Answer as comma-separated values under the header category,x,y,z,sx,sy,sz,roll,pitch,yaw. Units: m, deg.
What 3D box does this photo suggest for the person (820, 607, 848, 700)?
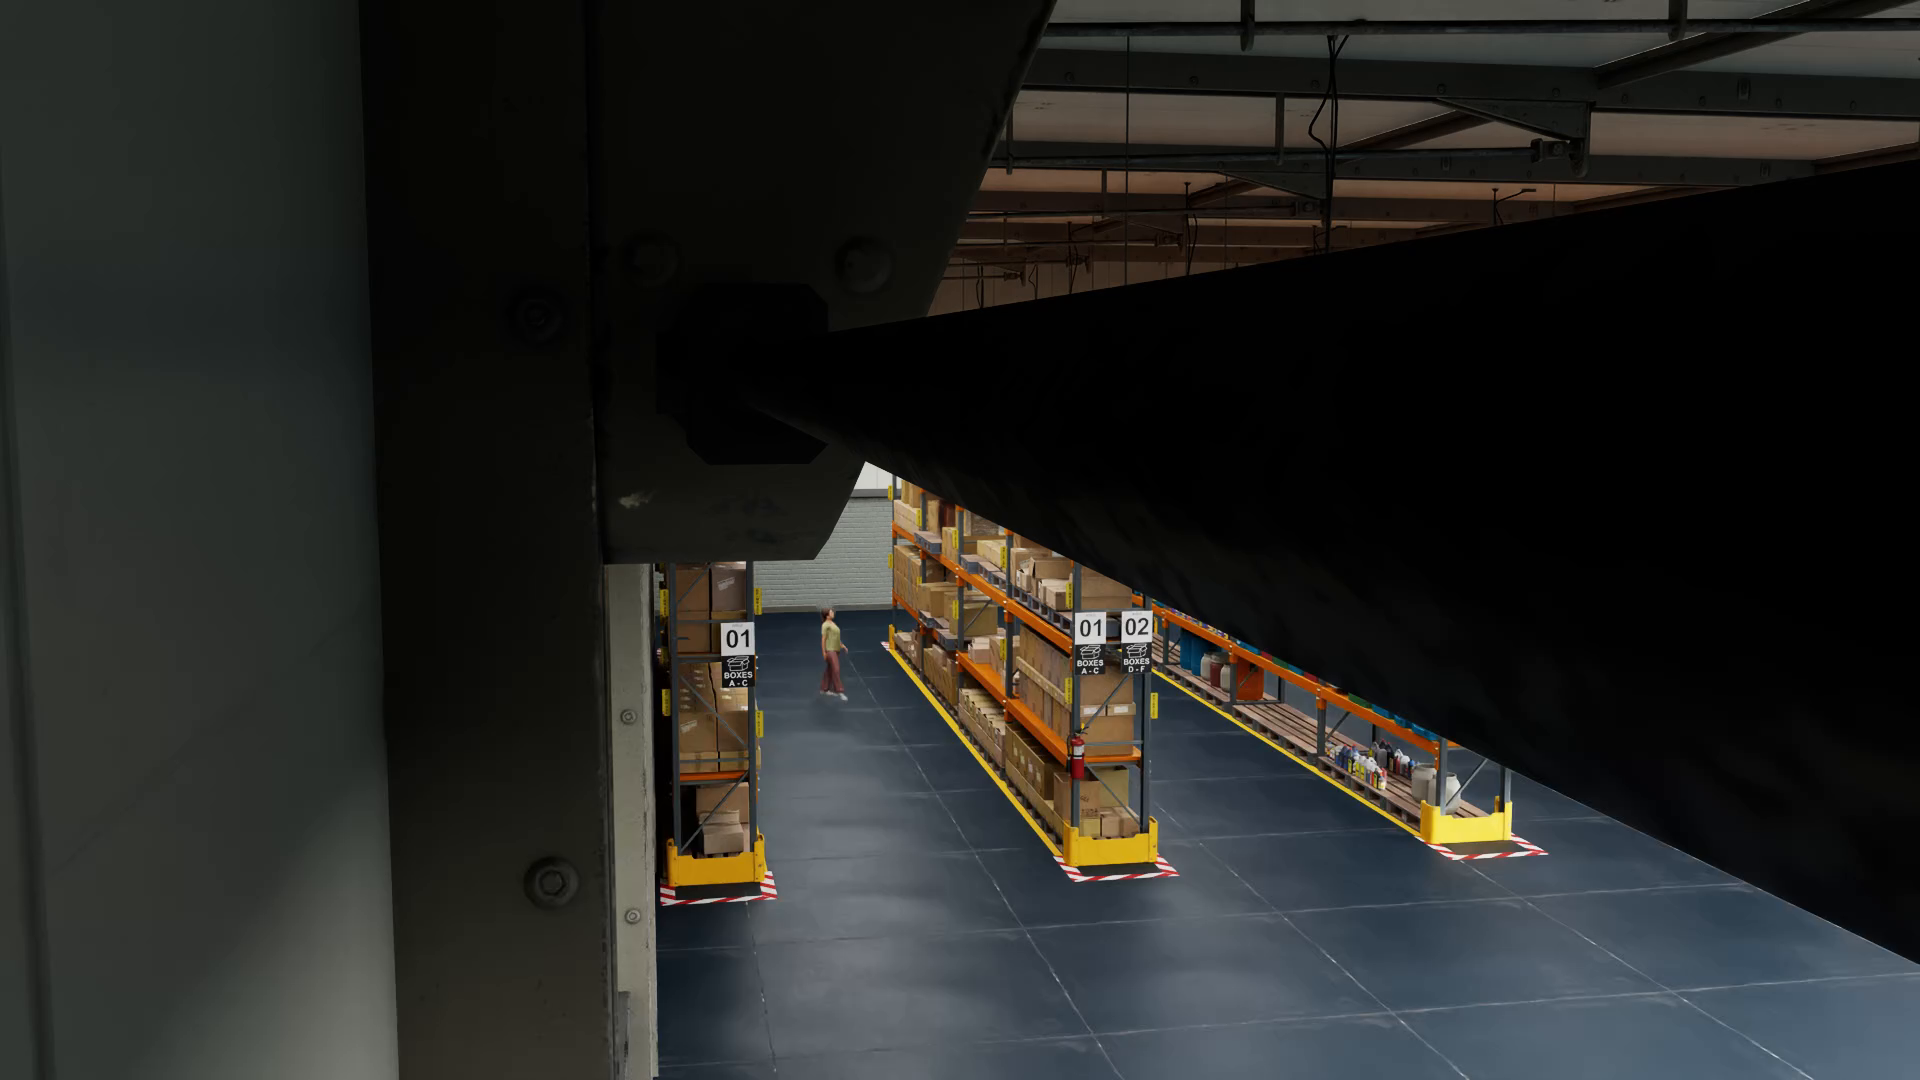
category,x,y,z,sx,sy,sz,roll,pitch,yaw
person,-2.281,2.062,30.443,0.733,1.655,0.508,4,7,33
